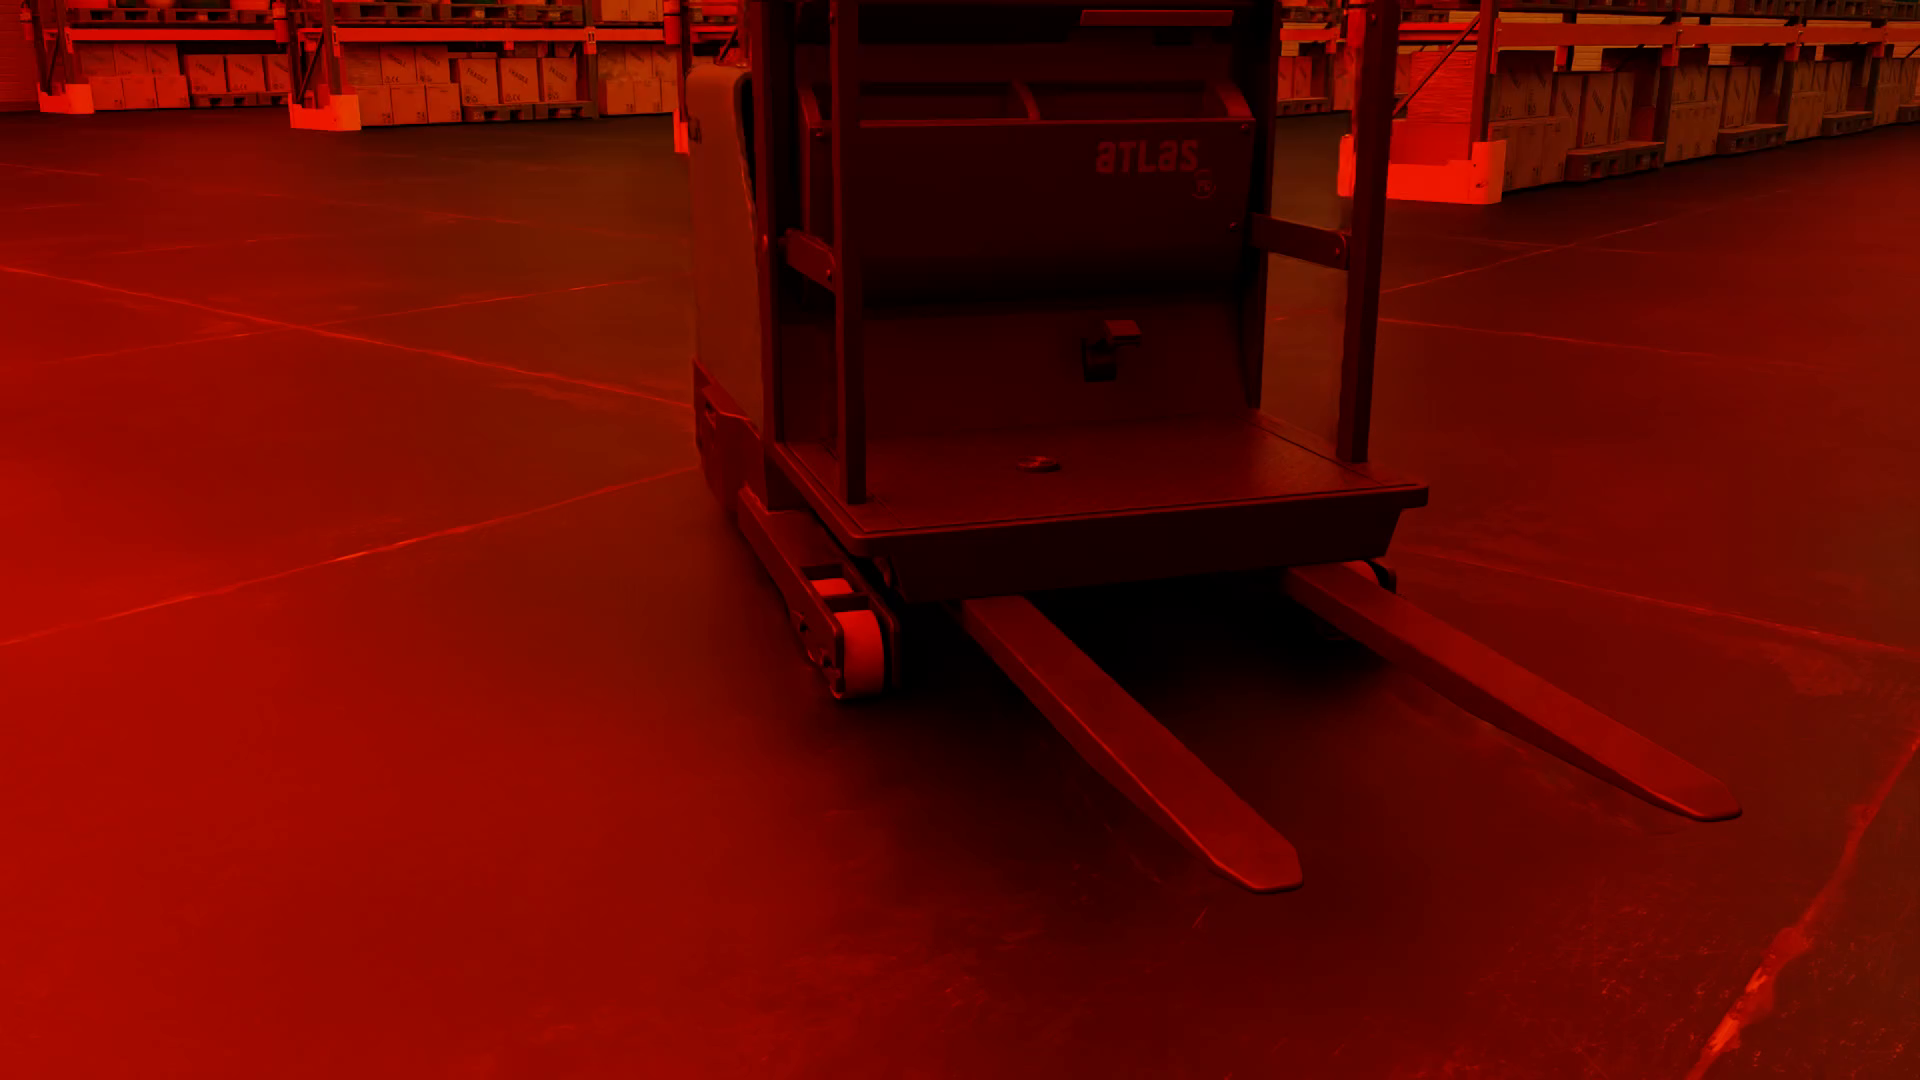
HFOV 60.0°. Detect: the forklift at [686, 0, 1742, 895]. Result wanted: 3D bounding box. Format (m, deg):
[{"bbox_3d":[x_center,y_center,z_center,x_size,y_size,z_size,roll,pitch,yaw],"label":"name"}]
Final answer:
[{"bbox_3d":[0.203,-1.242,2.989,1.130,2.935,3.031,-5,18,-17],"label":"forklift"}]
